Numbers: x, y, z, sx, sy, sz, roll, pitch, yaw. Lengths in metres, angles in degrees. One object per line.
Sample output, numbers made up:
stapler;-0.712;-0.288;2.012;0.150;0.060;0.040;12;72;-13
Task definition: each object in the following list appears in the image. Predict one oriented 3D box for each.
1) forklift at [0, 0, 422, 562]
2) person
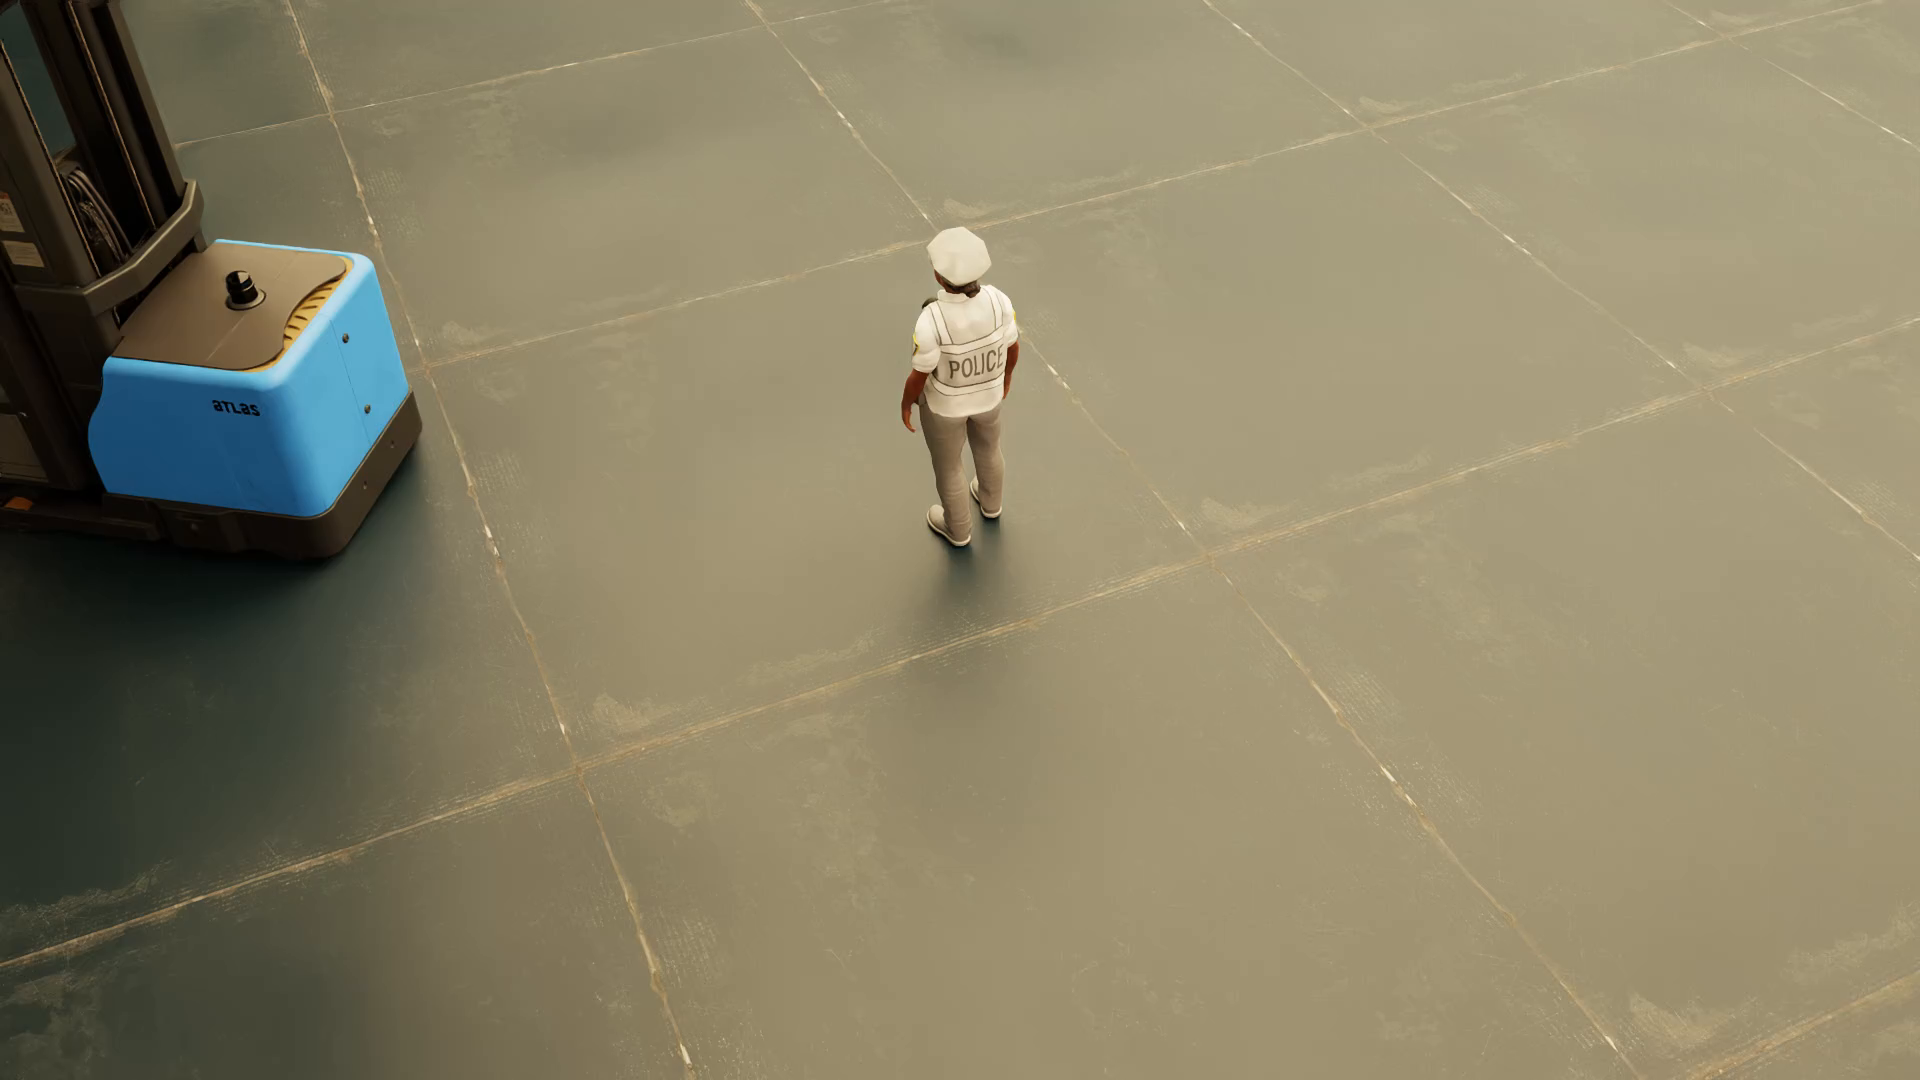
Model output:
forklift;-4.256;-1.459;7.244;3.031;2.935;1.130;7;43;7
person;-0.013;-0.677;7.301;0.569;1.695;0.530;-18;46;-18
